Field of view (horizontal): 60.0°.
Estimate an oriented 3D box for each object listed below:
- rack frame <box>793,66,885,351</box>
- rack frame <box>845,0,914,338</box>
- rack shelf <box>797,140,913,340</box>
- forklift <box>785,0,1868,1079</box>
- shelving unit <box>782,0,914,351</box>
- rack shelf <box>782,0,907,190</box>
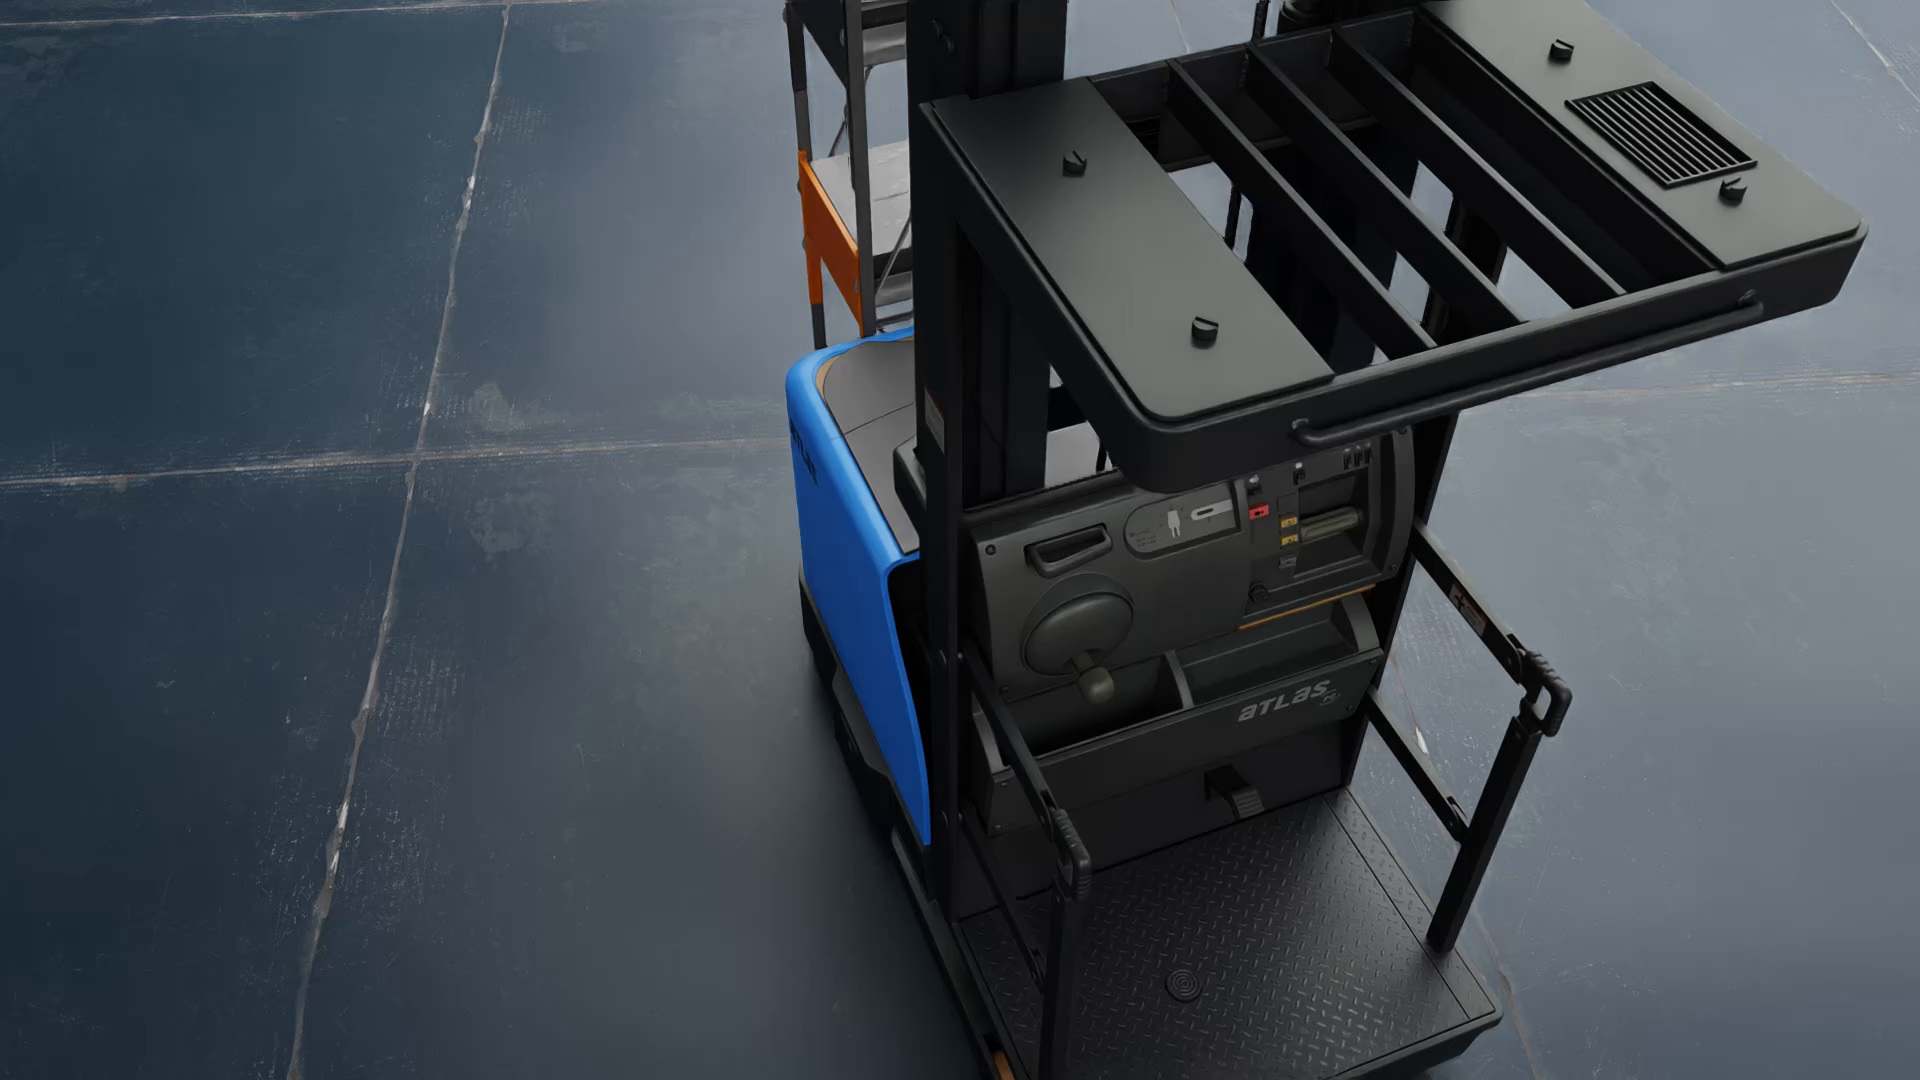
[{"bbox_3d":[-0.247,-0.933,4.687,0.400,2.100,0.015,-16,49,-15],"label":"rack frame"},{"bbox_3d":[-0.066,-0.604,4.375,0.400,2.100,0.015,-16,49,-15],"label":"rack frame"},{"bbox_3d":[-0.157,-0.759,4.541,0.431,0.518,0.480,-16,49,-15],"label":"rack shelf"},{"bbox_3d":[0.555,0.131,3.107,1.130,2.935,3.031,-16,49,-15],"label":"forklift"},{"bbox_3d":[-0.157,-0.768,4.531,0.431,2.100,0.503,-16,49,-15],"label":"shelving unit"},{"bbox_3d":[-0.157,-1.240,4.033,0.431,0.518,0.480,-16,49,-15],"label":"rack shelf"}]
